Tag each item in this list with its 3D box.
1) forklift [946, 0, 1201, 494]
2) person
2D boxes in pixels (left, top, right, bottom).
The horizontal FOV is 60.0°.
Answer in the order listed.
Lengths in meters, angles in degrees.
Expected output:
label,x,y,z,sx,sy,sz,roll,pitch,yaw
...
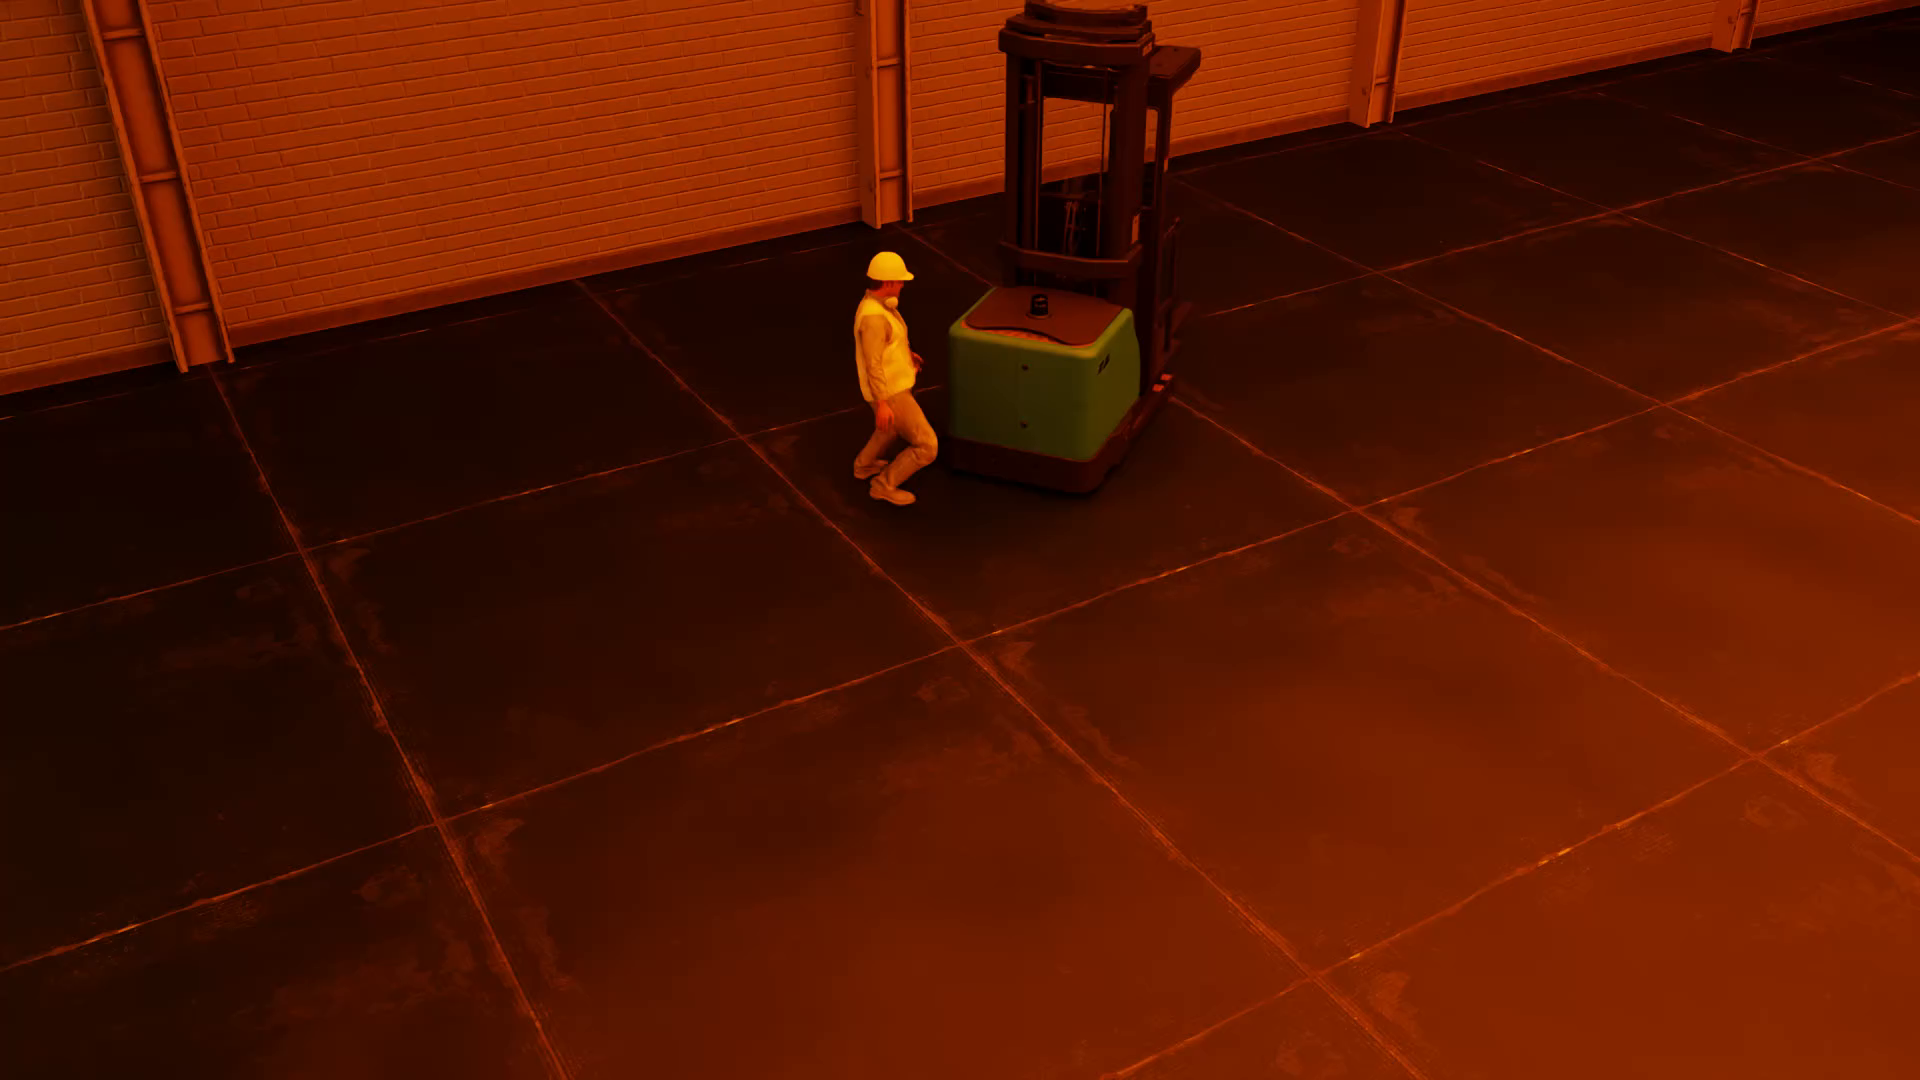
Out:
label,x,y,z,sx,sy,sz,roll,pitch,yaw
forklift,0.950,-2.301,11.491,1.130,2.935,3.031,12,33,20
person,-0.423,-1.019,10.602,0.594,1.671,0.916,1,31,2
